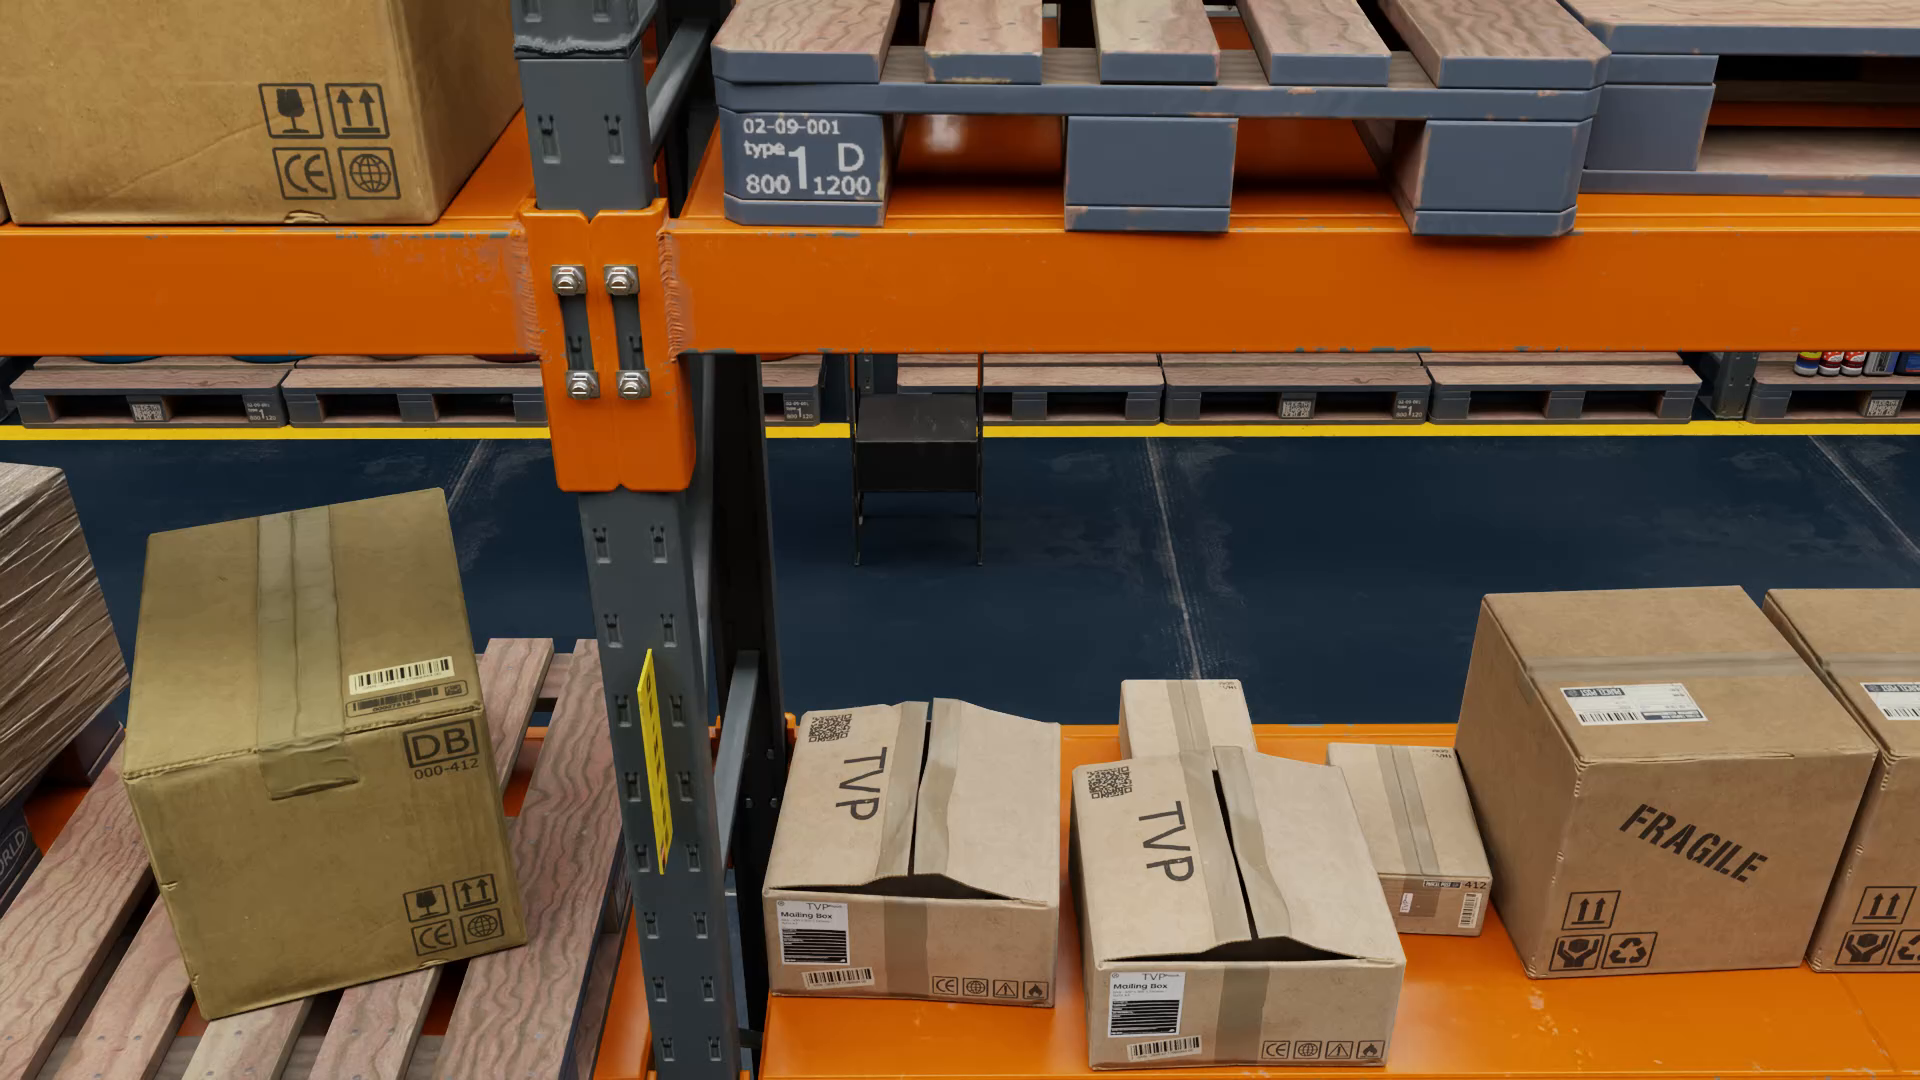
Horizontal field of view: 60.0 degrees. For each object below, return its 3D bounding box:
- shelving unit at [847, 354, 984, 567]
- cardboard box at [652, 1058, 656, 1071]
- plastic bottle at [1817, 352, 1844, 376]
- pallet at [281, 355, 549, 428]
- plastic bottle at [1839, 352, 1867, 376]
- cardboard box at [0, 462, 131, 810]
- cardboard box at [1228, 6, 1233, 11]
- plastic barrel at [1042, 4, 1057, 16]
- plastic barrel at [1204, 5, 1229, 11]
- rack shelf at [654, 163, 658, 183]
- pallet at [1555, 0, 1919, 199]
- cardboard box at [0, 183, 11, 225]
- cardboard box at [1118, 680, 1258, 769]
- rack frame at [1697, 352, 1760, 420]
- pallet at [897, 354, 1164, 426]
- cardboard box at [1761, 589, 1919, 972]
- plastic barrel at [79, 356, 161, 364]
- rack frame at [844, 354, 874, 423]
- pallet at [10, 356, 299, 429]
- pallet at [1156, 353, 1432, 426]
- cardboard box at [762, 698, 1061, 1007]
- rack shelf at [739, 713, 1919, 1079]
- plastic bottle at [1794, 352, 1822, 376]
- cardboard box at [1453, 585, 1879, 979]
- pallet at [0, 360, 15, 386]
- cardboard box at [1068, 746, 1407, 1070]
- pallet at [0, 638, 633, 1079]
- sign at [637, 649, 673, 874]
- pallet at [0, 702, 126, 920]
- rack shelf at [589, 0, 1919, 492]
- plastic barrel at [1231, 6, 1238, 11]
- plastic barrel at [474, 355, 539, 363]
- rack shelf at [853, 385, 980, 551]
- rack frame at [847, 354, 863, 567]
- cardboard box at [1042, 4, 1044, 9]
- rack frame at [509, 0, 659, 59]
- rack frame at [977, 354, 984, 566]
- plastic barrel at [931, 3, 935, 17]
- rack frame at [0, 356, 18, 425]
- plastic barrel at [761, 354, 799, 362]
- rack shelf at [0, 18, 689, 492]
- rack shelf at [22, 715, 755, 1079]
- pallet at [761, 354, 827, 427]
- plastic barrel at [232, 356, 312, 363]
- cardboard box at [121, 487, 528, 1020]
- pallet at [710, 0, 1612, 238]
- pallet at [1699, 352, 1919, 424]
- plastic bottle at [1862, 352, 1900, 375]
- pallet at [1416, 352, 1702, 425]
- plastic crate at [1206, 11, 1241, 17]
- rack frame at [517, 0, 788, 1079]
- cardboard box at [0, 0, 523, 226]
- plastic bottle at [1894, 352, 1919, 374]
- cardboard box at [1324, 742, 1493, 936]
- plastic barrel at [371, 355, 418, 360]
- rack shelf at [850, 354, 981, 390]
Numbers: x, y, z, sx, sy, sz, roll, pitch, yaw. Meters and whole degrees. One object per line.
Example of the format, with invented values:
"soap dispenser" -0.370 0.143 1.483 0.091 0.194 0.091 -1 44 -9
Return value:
"shelving unit" -0.166 -0.897 6.204 0.503 2.100 0.431 0 31 0
"cardboard box" -0.891 1.223 3.828 0.500 0.500 0.500 1 31 2
"plastic bottle" 3.963 -0.858 7.546 0.097 0.201 0.097 0 31 0
"pallet" -2.465 -0.861 7.966 1.213 0.211 1.003 0 31 0
"plastic bottle" 4.064 -0.858 7.547 0.097 0.201 0.097 0 31 0
"cardboard box" -1.979 0.231 2.976 0.500 0.500 0.700 6 32 9
"cardboard box" 1.859 -3.797 12.101 0.500 0.500 0.700 -3 31 -5
"plastic barrel" 0.567 -2.242 7.445 0.421 0.512 0.421 0 31 0
"plastic barrel" 0.988 -2.243 7.447 0.421 0.512 0.421 0 31 0
"rack shelf" -2.460 -1.766 7.463 4.000 0.370 1.077 0 31 0
"pallet" 1.362 -0.766 2.411 1.213 0.211 1.003 1 31 2
"cardboard box" -1.380 -0.815 2.214 0.500 0.500 0.910 0 31 0
"cardboard box" 0.464 0.451 3.358 0.250 0.149 0.380 0 31 0
"rack frame" 3.540 -2.092 7.307 0.127 3.000 1.000 0 31 0
"pallet" 0.315 -0.870 7.981 1.213 0.211 1.003 0 31 0
"cardboard box" 1.770 0.431 3.051 0.500 0.500 0.500 0 31 0
"plastic barrel" -3.916 -1.343 7.689 0.708 0.901 0.600 0 31 0
"rack frame" -0.460 -2.080 7.286 0.127 3.000 1.000 0 31 0
"pallet" -3.688 -0.856 7.957 1.213 0.211 1.003 0 31 0
"pallet" 1.532 -0.872 7.984 1.213 0.211 1.003 0 31 0
"cardboard box" -0.070 0.549 3.039 0.500 0.311 0.500 2 31 3
"rack shelf" 1.566 0.791 3.249 4.000 0.370 1.077 0 31 0
"plastic bottle" 3.861 -0.888 7.527 0.097 0.271 0.097 0 31 0
"cardboard box" 1.244 0.433 3.048 0.500 0.500 0.500 -2 31 -3
"pallet" -5.195 -0.853 7.952 1.213 0.211 1.003 0 31 0
"cardboard box" 0.461 0.625 2.914 0.500 0.311 0.500 -1 31 -1
"pallet" -1.111 0.610 3.038 1.003 0.211 1.213 0 31 0
"sign" -0.421 0.310 2.308 0.005 0.325 0.100 0 31 0
"pallet" -2.379 0.580 3.087 1.213 0.211 1.003 0 31 0
"rack shelf" 1.566 -0.492 2.470 4.000 0.370 1.077 0 31 0
"plastic barrel" 1.415 -2.258 7.448 0.433 0.535 0.433 0 31 0
"plastic barrel" -2.079 -1.215 7.780 0.708 0.588 0.600 0 31 0
"rack shelf" -0.166 -0.287 6.575 0.480 0.518 0.431 0 31 0
"rack frame" -0.410 -0.896 6.203 0.015 2.100 0.400 0 31 0
"cardboard box" 0.734 -3.789 12.089 0.500 0.500 0.700 -3 31 -4
"rack frame" -0.434 -2.075 1.495 0.127 3.000 1.000 0 31 0
"rack frame" 0.078 -0.898 6.206 0.015 2.100 0.400 0 31 0
"plastic barrel" 0.002 -2.297 7.513 0.708 0.536 0.600 0 31 0
"rack frame" -4.460 -2.067 7.266 0.127 3.000 1.000 0 31 0
"plastic barrel" -0.949 -1.321 7.723 0.708 0.830 0.600 0 31 0
"rack shelf" -2.434 -0.479 2.450 4.000 0.370 1.077 0 31 0
"rack shelf" -2.434 0.803 3.228 4.000 0.370 1.077 0 31 0
"pallet" -1.248 -0.864 7.970 1.213 0.211 1.003 0 31 0
"plastic barrel" -3.208 -1.345 7.693 0.708 0.901 0.600 0 31 0
"cardboard box" -1.063 0.328 2.817 0.500 0.500 0.700 -11 33 -17
"pallet" 0.244 -0.761 2.402 1.003 0.211 1.213 1 31 2
"pallet" 4.212 -0.881 7.998 1.213 0.211 1.003 0 31 0
"plastic bottle" 4.184 -0.905 7.551 0.135 0.276 0.152 1 31 2
"pallet" 2.755 -0.878 7.993 1.213 0.211 1.003 0 31 0
"plastic crate" 1.158 -1.954 7.017 0.583 0.464 0.402 0 31 0
"rack frame" -0.434 0.489 3.052 0.127 3.000 1.000 0 31 0
"cardboard box" -0.870 -0.817 2.217 0.500 0.500 0.910 0 31 0
"plastic bottle" 4.349 -0.935 7.529 0.185 0.351 0.144 1 31 1
"cardboard box" 0.841 0.564 3.171 0.250 0.149 0.380 2 31 3
"plastic barrel" -2.643 -1.134 7.721 0.421 0.512 0.421 0 31 0
"rack shelf" -0.166 -0.886 6.212 0.480 0.518 0.431 0 31 0
